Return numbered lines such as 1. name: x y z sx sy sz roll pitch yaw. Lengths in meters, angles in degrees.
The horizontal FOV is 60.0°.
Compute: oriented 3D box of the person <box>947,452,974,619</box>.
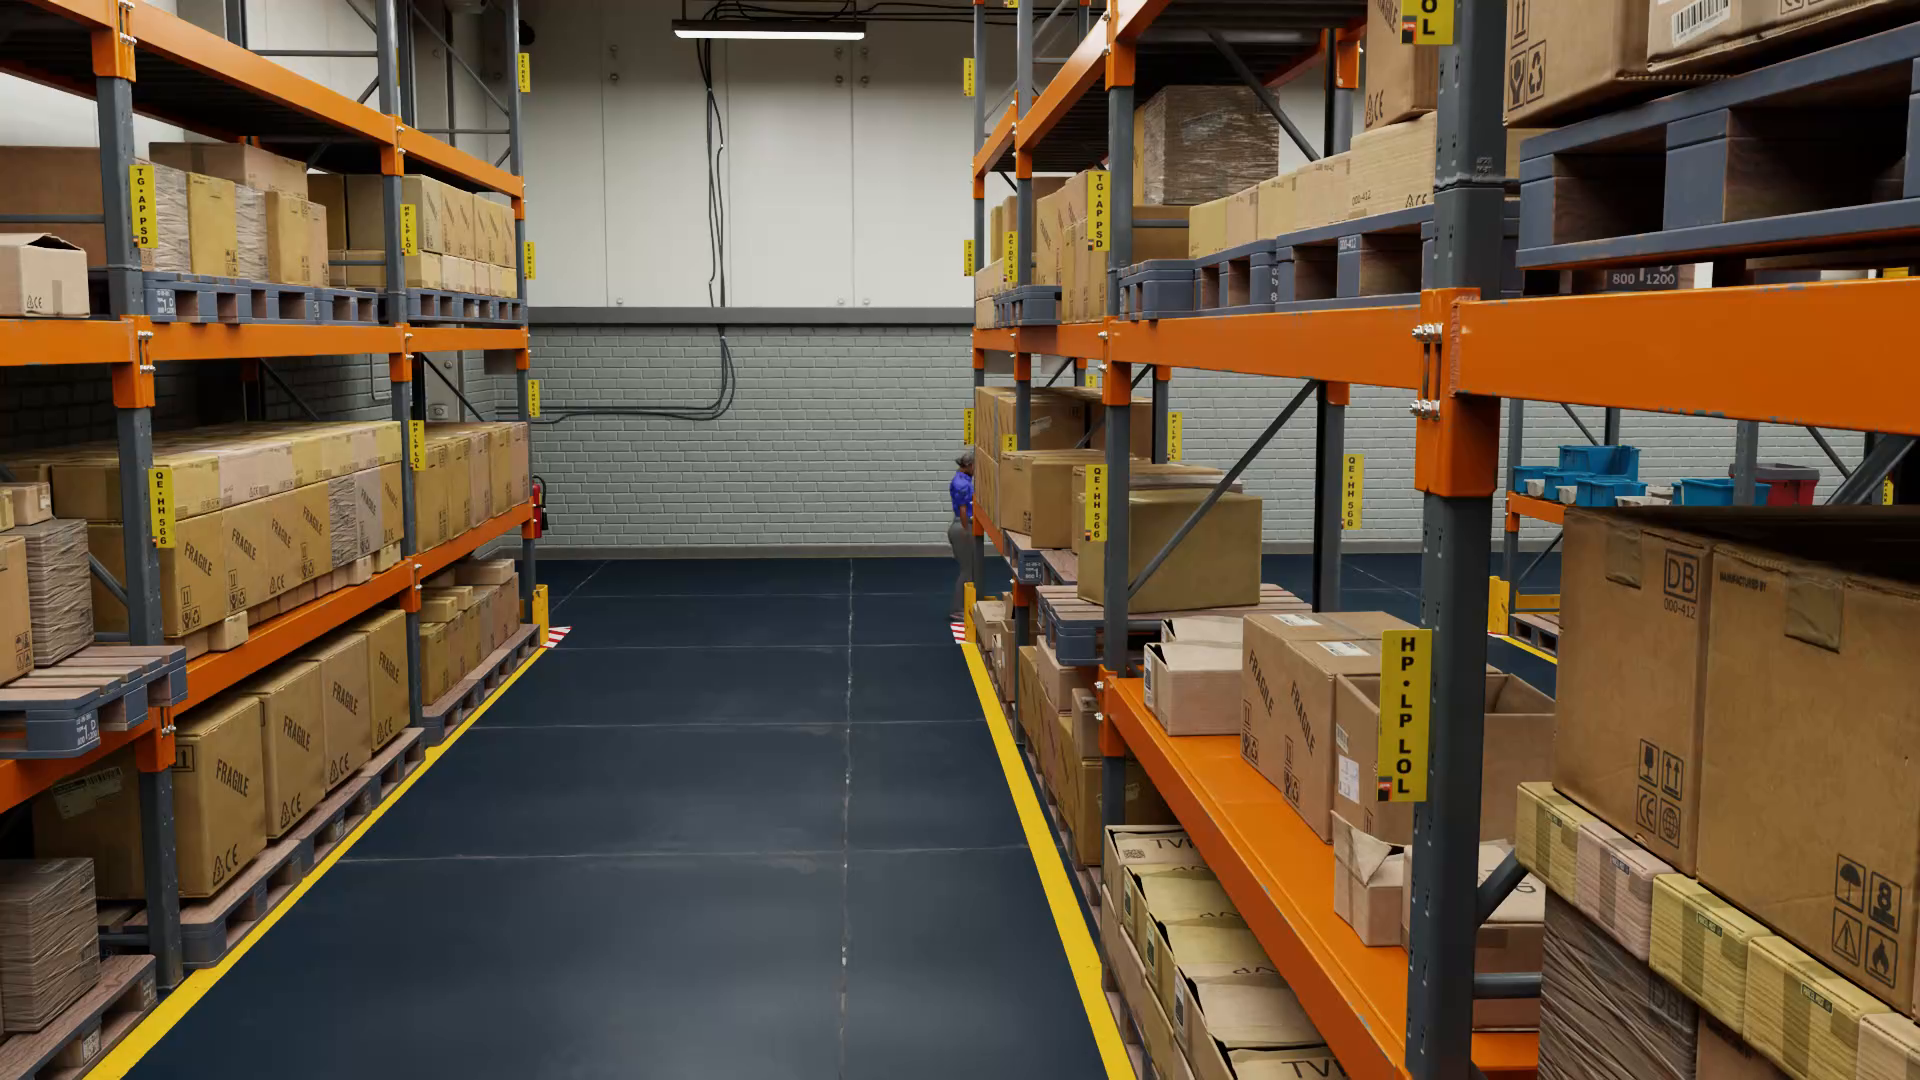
1. person: 0.046 -0.049 16.316 0.330 1.637 0.446 0 7 3
